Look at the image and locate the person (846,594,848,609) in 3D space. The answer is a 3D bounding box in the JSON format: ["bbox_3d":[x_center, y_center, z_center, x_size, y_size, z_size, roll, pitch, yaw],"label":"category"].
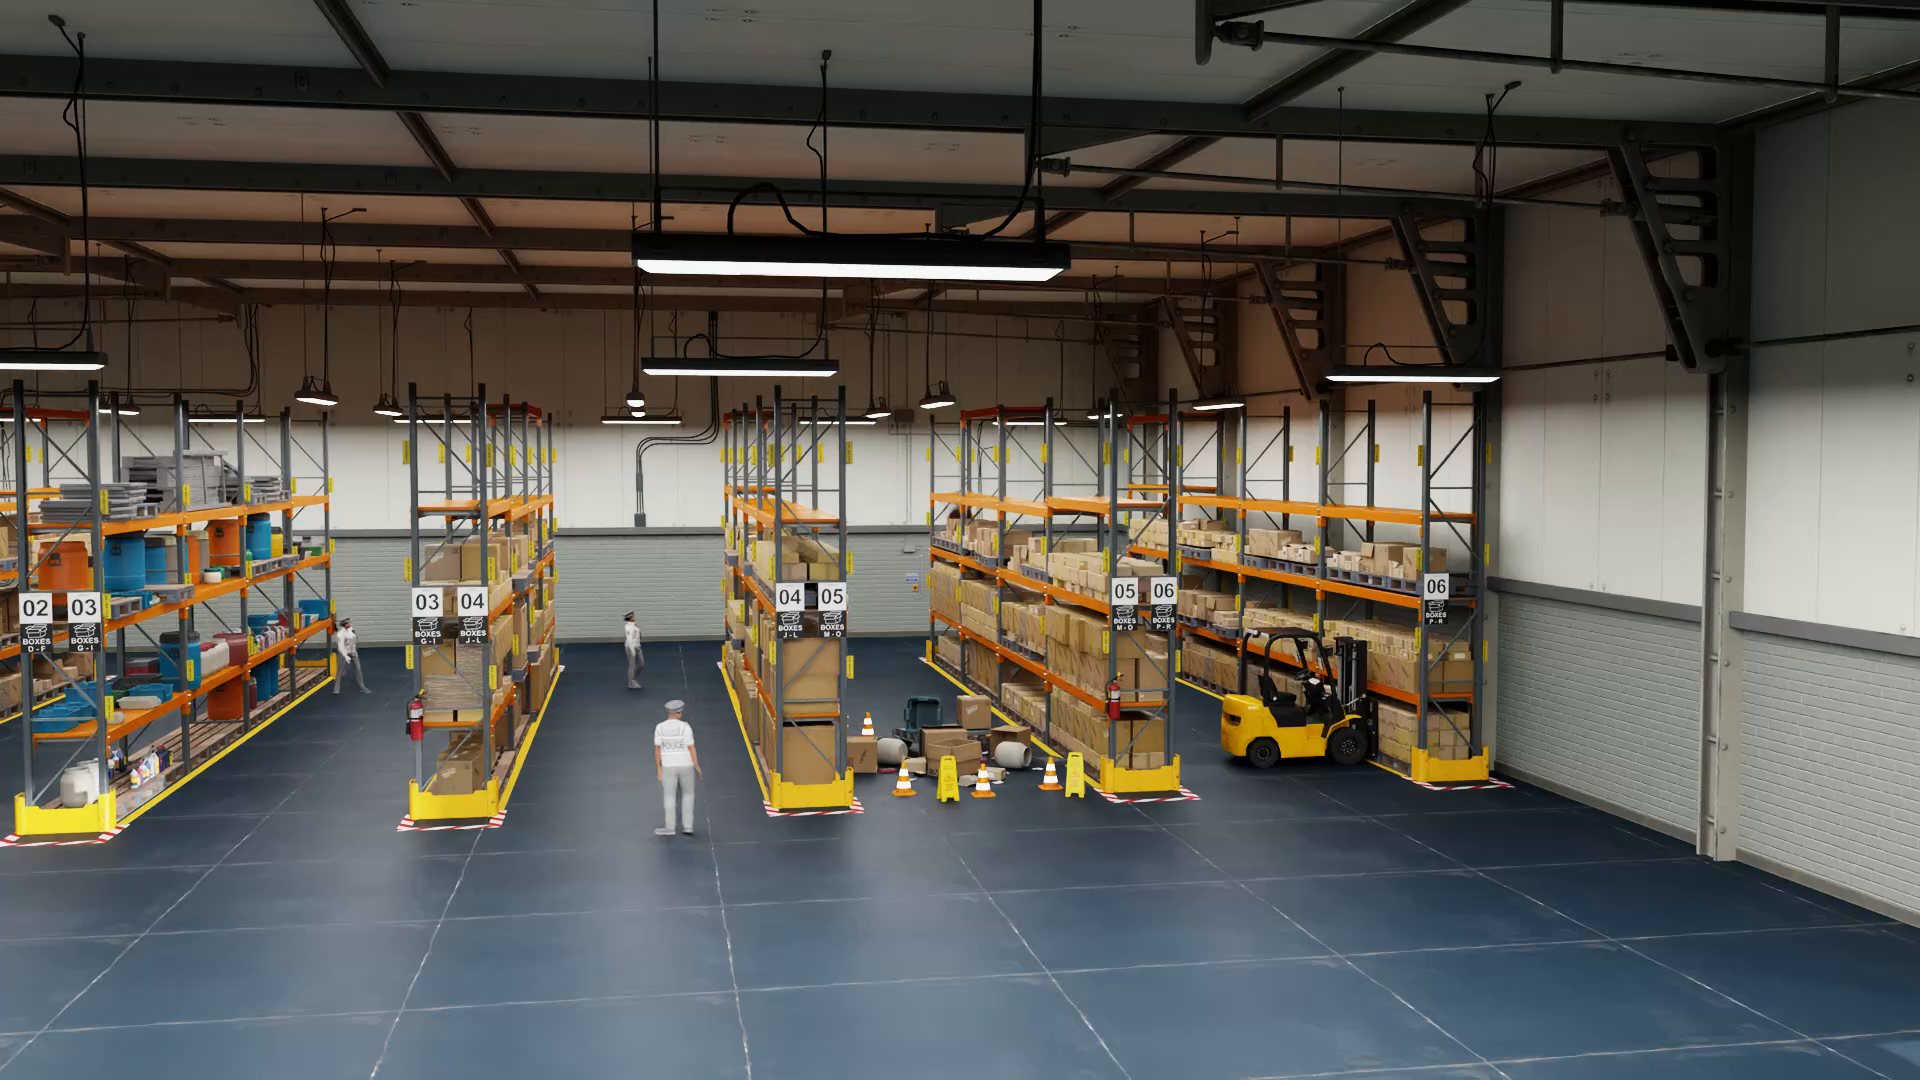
[{"bbox_3d":[-2.925,1.840,39.931,0.463,1.690,0.393,2,3,32],"label":"person"}]

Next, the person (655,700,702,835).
[{"bbox_3d":[-3.724,3.012,21.972,0.611,1.801,0.432,0,3,-5],"label":"person"}]

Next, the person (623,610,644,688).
[{"bbox_3d":[-7.062,2.356,35.936,0.416,1.699,0.533,1,3,17],"label":"person"}]

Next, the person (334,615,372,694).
[{"bbox_3d":[-12.832,2.407,35.008,0.614,1.669,0.630,2,3,33],"label":"person"}]
